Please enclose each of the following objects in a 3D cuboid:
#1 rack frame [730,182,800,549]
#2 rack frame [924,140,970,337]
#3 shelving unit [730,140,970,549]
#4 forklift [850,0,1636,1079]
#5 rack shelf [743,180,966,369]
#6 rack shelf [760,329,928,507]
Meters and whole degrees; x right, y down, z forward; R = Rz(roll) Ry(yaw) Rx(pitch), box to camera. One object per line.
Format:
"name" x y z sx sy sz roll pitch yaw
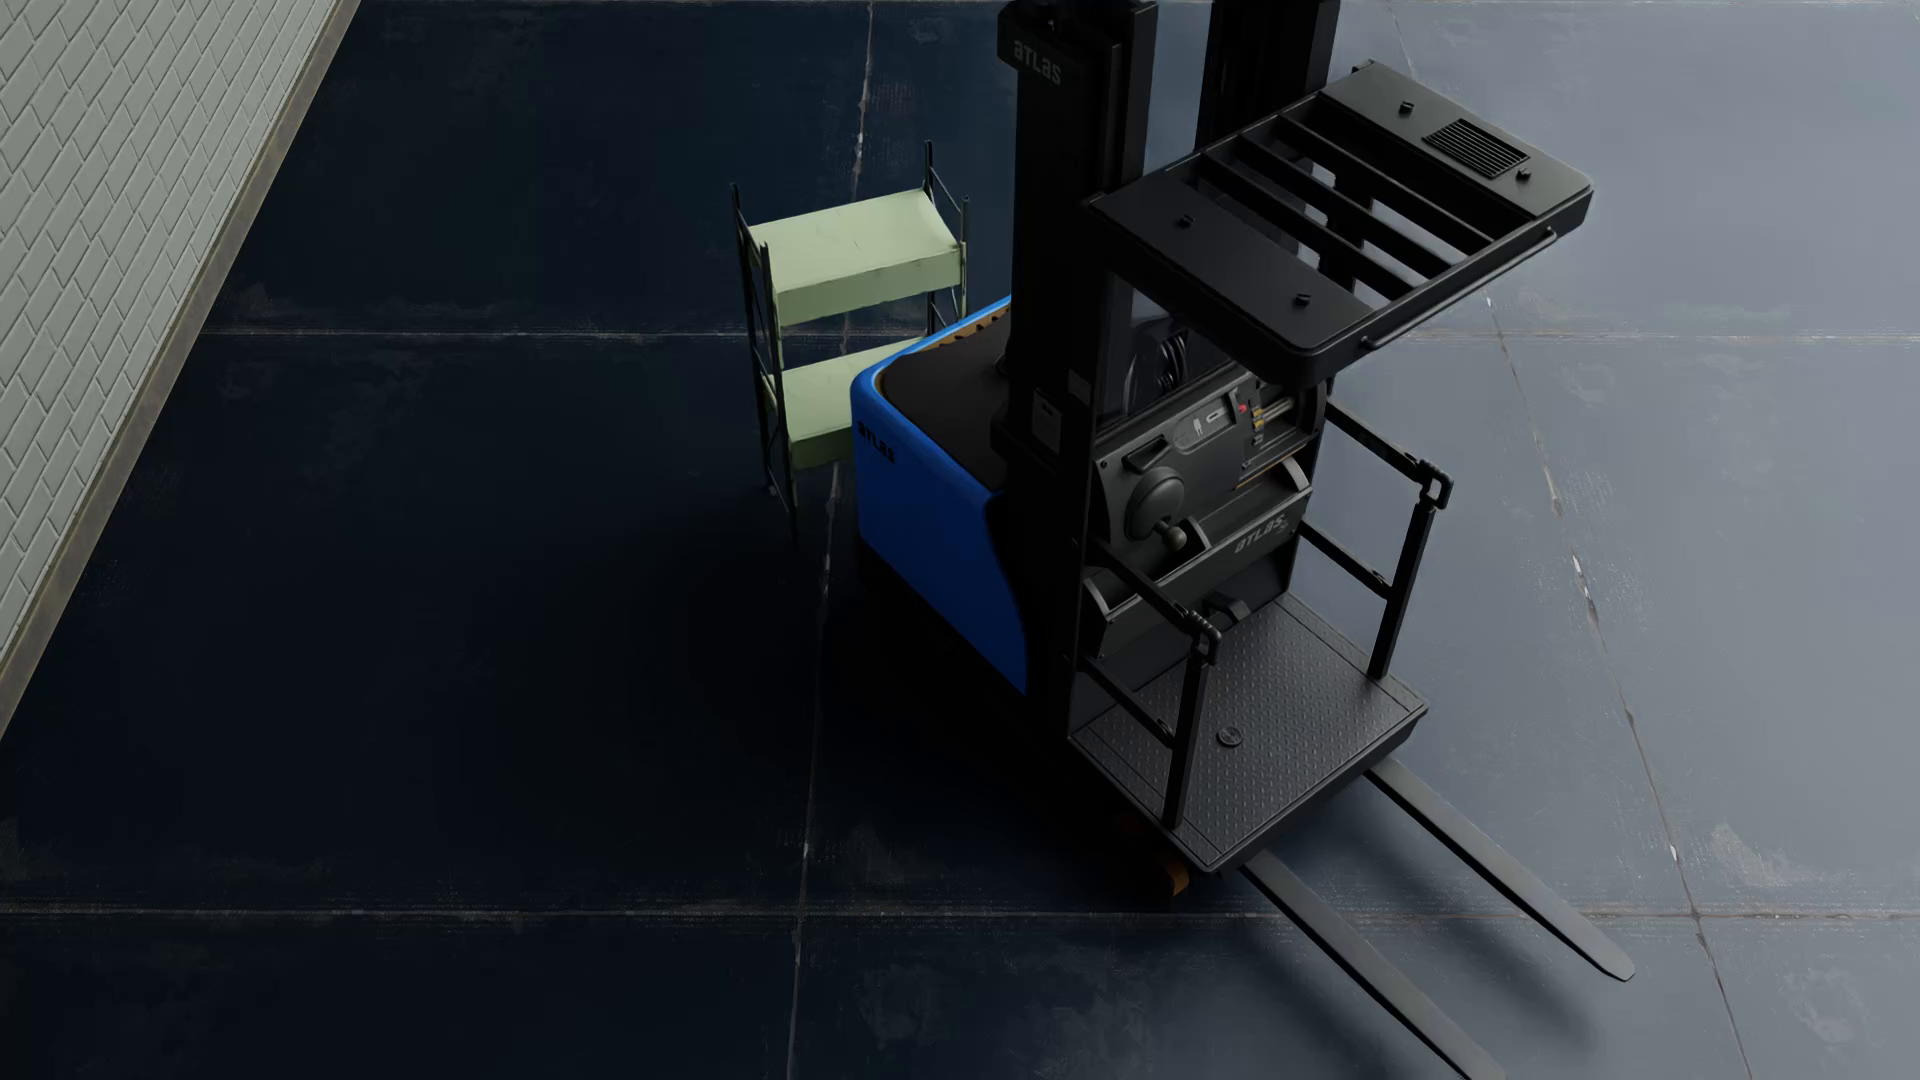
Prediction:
"rack frame" -0.731 -0.615 6.298 0.023 1.500 0.400 -16 49 -14
"rack frame" -0.048 -0.809 6.479 0.023 1.500 0.400 -16 49 -14
"shelving unit" -0.389 -0.712 6.388 0.755 1.500 0.431 -16 49 -14
"forklift" 0.908 -0.213 4.946 1.130 2.935 3.031 -30 54 -25
"rack shelf" -0.389 -0.978 6.103 0.720 0.370 0.431 -16 49 -14
"rack shelf" -0.389 -0.490 6.627 0.720 0.370 0.431 -16 49 -14
